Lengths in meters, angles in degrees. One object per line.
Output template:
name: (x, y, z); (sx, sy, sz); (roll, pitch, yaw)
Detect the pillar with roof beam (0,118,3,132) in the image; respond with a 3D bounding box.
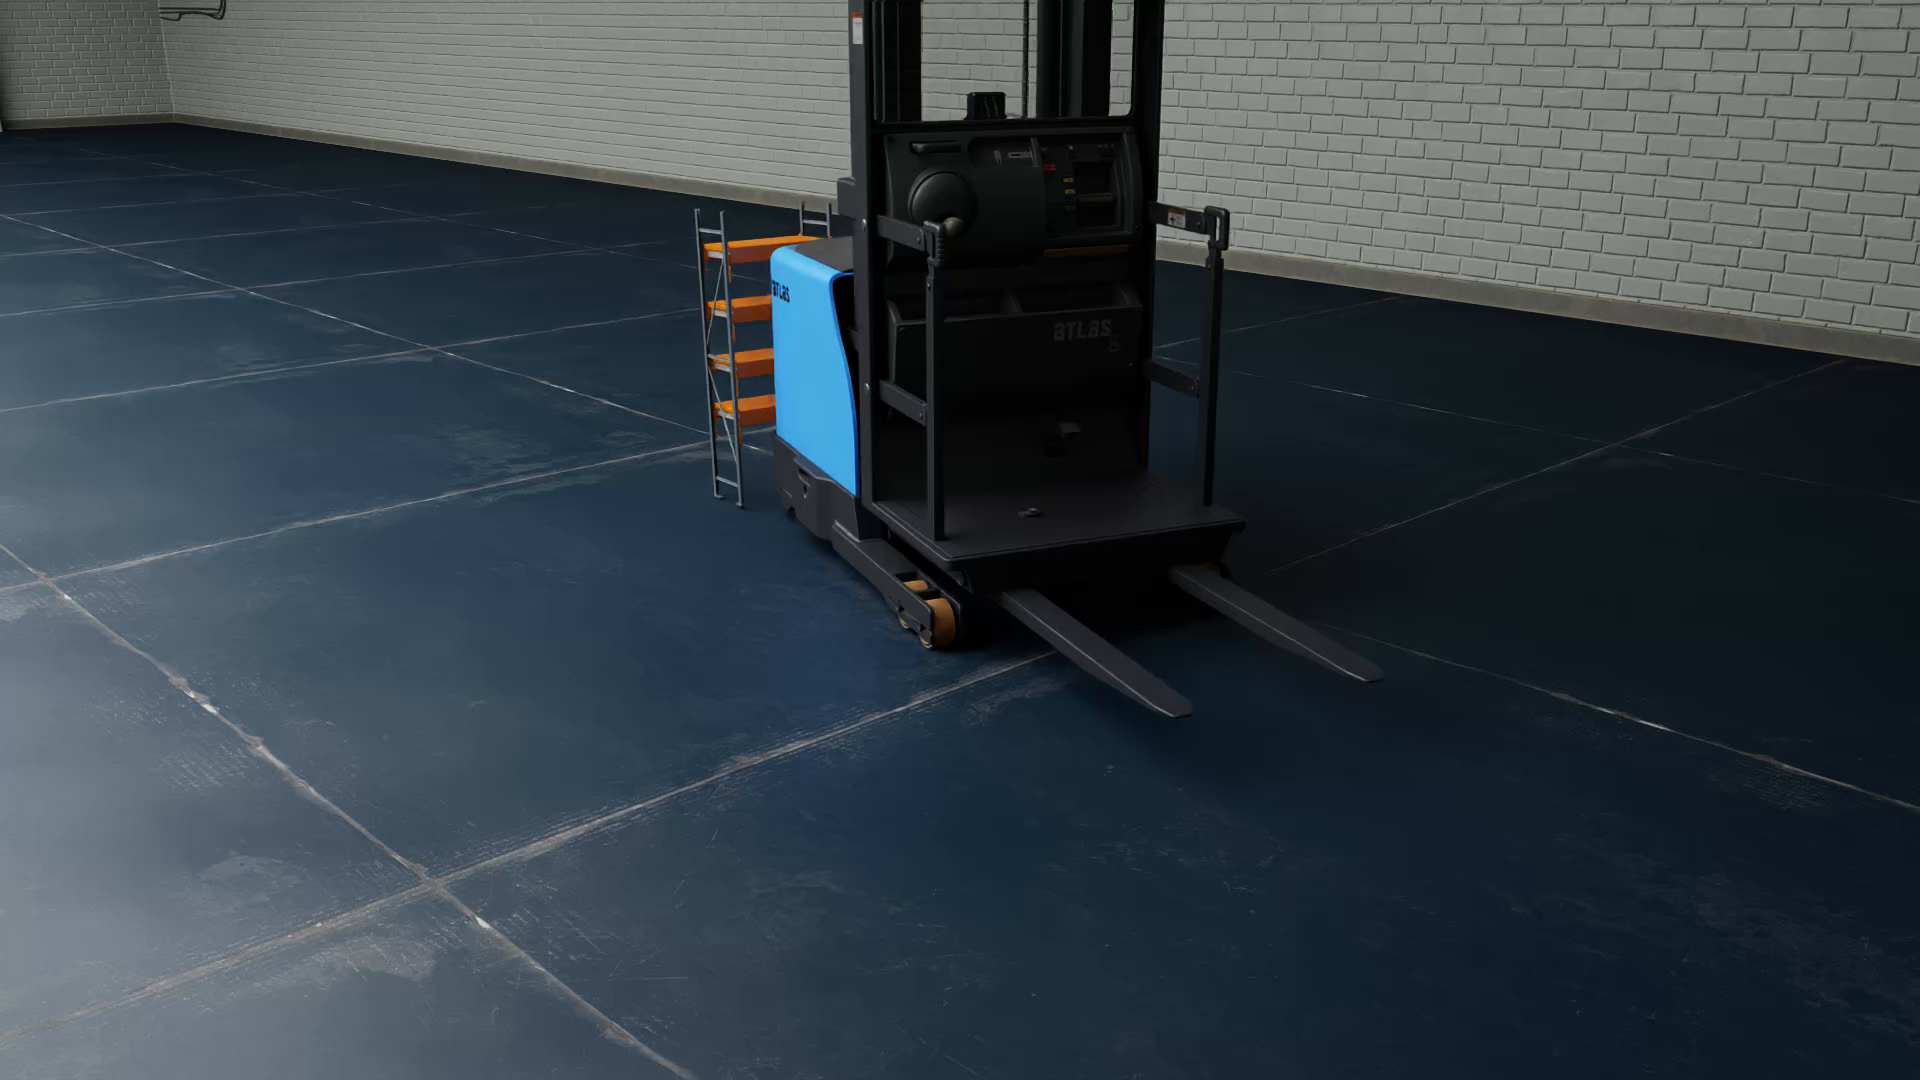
pillar with roof beam: (-12.711, -9.891, 22.401); (0.400, 9.000, 9.100); (-16, 24, -41)

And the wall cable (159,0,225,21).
wall cable: (-12.620, -9.707, 26.867); (0.112, 2.526, 3.097); (-16, 24, -41)

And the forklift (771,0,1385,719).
forklift: (0.273, -1.190, 5.401); (1.130, 2.935, 3.031); (-7, 19, -22)

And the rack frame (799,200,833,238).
rack frame: (-0.587, -0.828, 7.074); (0.015, 1.200, 0.240); (-12, 19, -34)

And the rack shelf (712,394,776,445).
rack shelf: (-0.777, -0.529, 7.011); (0.480, 0.148, 0.258); (-12, 19, -34)

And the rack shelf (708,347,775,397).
rack shelf: (-0.783, -0.720, 6.957); (0.480, 0.148, 0.258); (-12, 19, -34)

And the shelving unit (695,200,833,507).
shelving unit: (-0.785, -0.784, 6.939); (0.503, 1.200, 0.258); (-12, 19, -34)

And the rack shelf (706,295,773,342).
rack shelf: (-0.789, -0.935, 6.896); (0.480, 0.148, 0.258); (-12, 19, -34)

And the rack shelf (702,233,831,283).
rack shelf: (-0.795, -1.162, 6.832); (0.480, 0.148, 0.258); (-12, 19, -34)

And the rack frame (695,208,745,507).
rack frame: (-0.983, -0.740, 6.803); (0.015, 1.200, 0.240); (-12, 19, -34)
